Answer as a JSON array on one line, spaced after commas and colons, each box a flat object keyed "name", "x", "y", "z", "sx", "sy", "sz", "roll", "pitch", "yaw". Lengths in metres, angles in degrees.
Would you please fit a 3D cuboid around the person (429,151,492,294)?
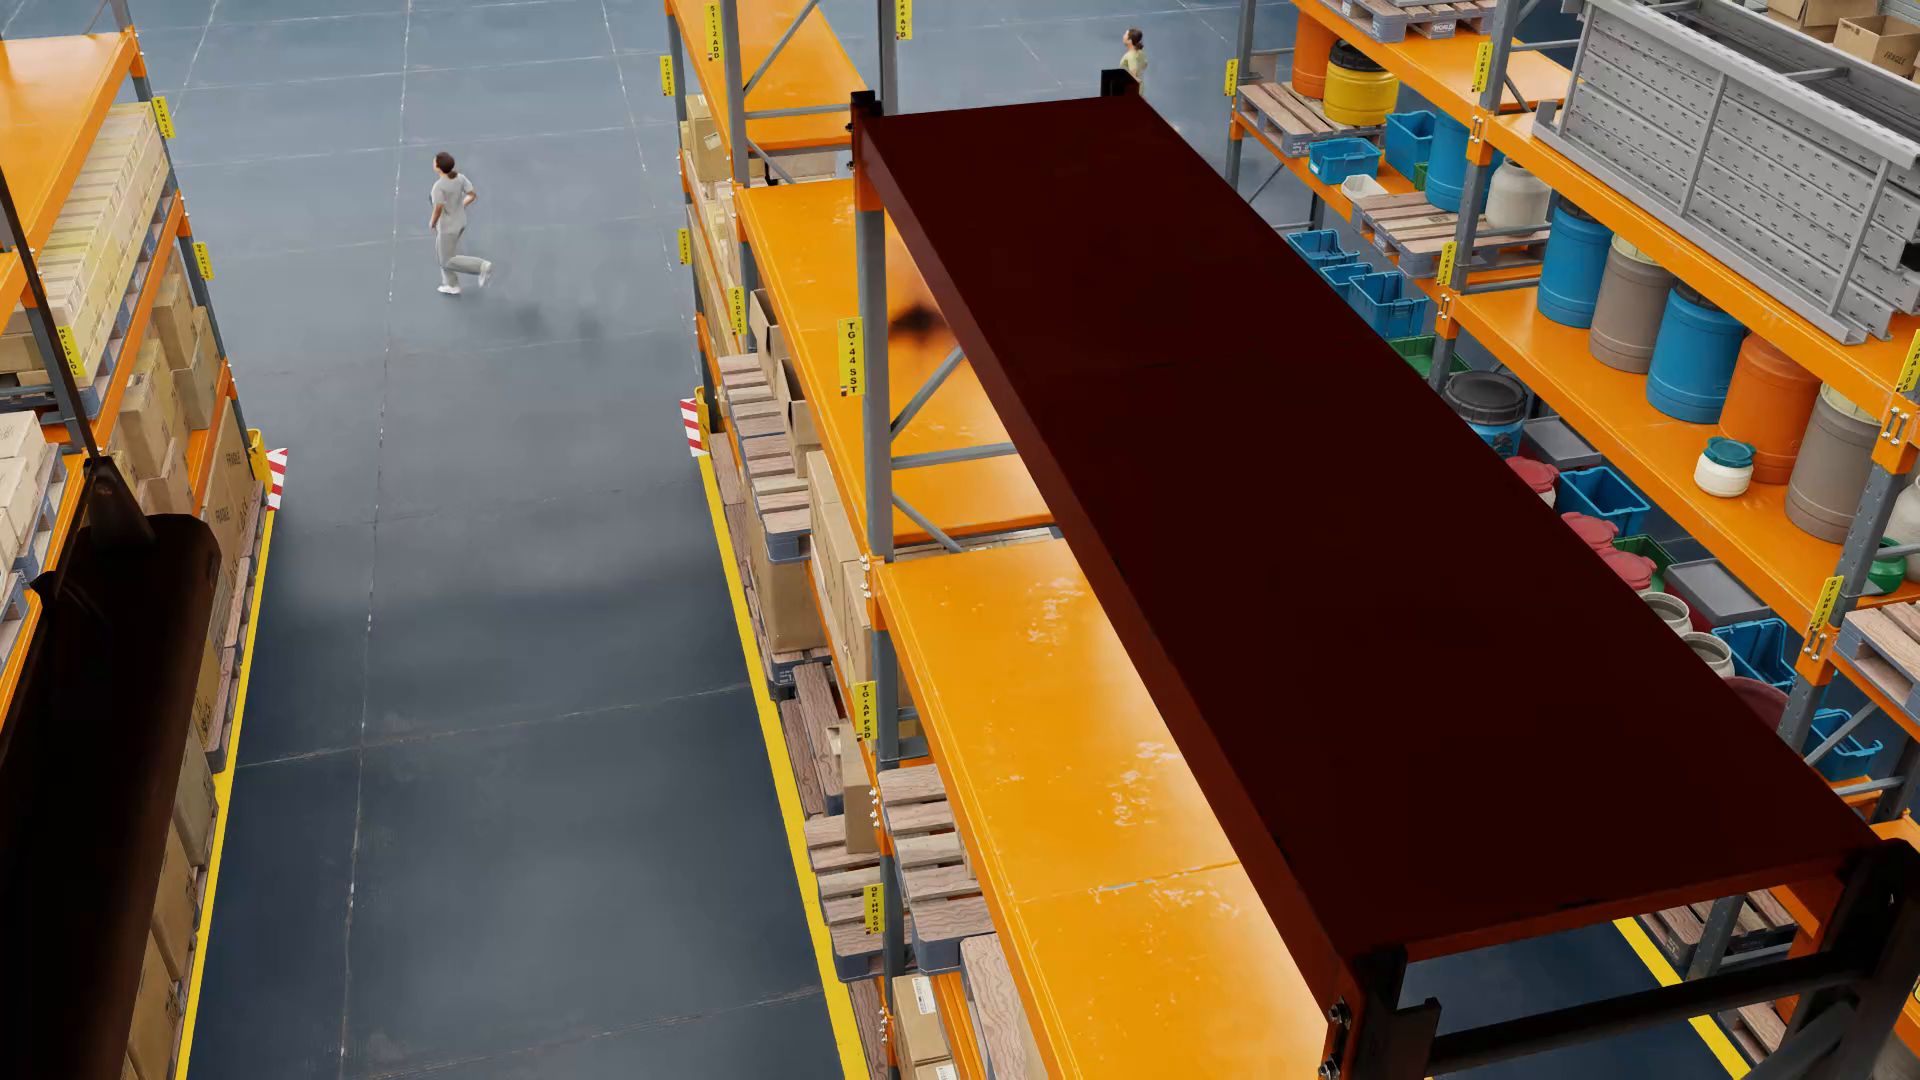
[{"name": "person", "x": -5.302, "y": -3.298, "z": 17.512, "sx": 0.825, "sy": 1.630, "sz": 0.560, "roll": 11, "pitch": 36, "yaw": 16}]

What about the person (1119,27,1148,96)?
[{"name": "person", "x": 2.181, "y": -5.591, "z": 20.827, "sx": 0.589, "sy": 1.639, "sz": 0.575, "roll": 8, "pitch": 35, "yaw": 12}]
